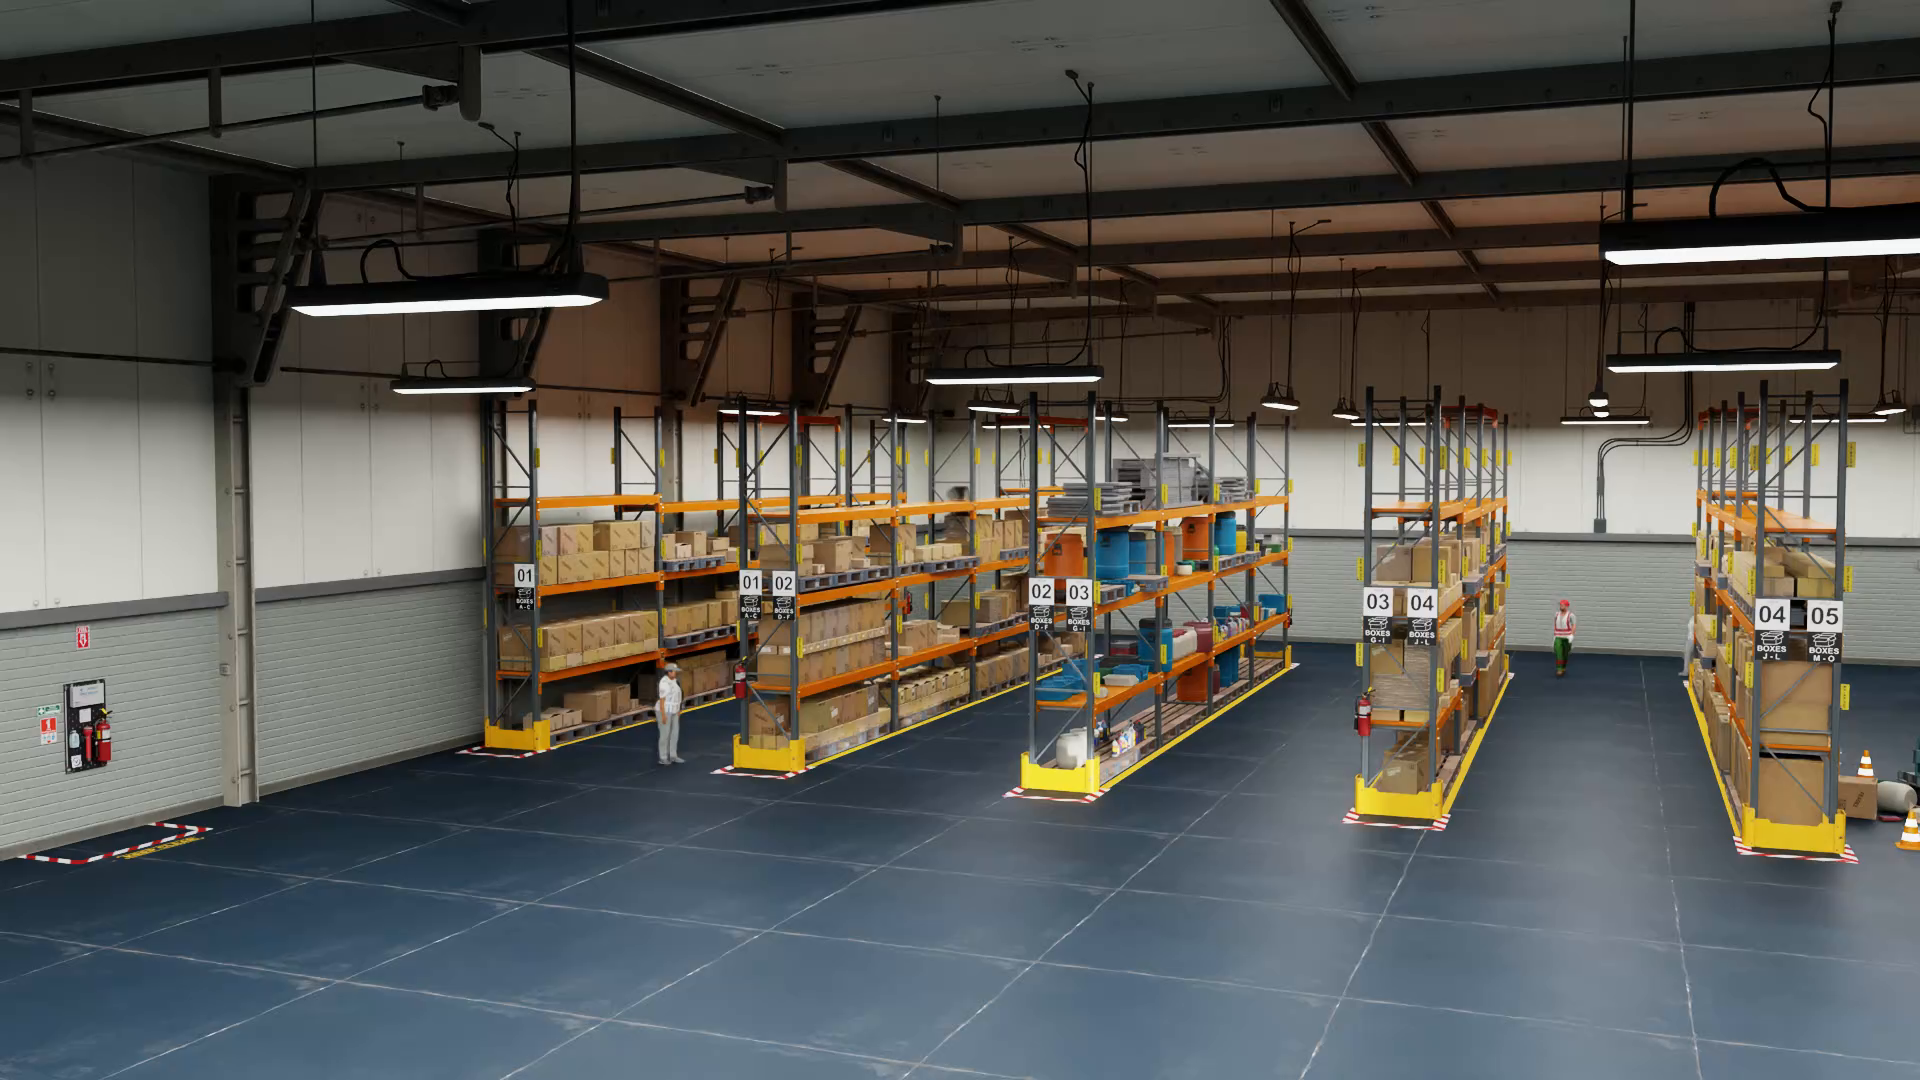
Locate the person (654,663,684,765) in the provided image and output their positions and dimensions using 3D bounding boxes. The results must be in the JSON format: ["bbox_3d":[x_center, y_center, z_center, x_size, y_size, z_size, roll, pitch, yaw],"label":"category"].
[{"bbox_3d":[-4.761,2.835,27.204,0.451,1.673,0.508,1,3,17],"label":"person"}]

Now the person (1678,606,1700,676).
[{"bbox_3d":[16.887,2.295,38.109,0.970,1.638,0.455,-2,3,-35],"label":"person"}]

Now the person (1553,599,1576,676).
[{"bbox_3d":[13.837,2.228,38.051,0.480,1.730,1.072,1,3,15],"label":"person"}]
